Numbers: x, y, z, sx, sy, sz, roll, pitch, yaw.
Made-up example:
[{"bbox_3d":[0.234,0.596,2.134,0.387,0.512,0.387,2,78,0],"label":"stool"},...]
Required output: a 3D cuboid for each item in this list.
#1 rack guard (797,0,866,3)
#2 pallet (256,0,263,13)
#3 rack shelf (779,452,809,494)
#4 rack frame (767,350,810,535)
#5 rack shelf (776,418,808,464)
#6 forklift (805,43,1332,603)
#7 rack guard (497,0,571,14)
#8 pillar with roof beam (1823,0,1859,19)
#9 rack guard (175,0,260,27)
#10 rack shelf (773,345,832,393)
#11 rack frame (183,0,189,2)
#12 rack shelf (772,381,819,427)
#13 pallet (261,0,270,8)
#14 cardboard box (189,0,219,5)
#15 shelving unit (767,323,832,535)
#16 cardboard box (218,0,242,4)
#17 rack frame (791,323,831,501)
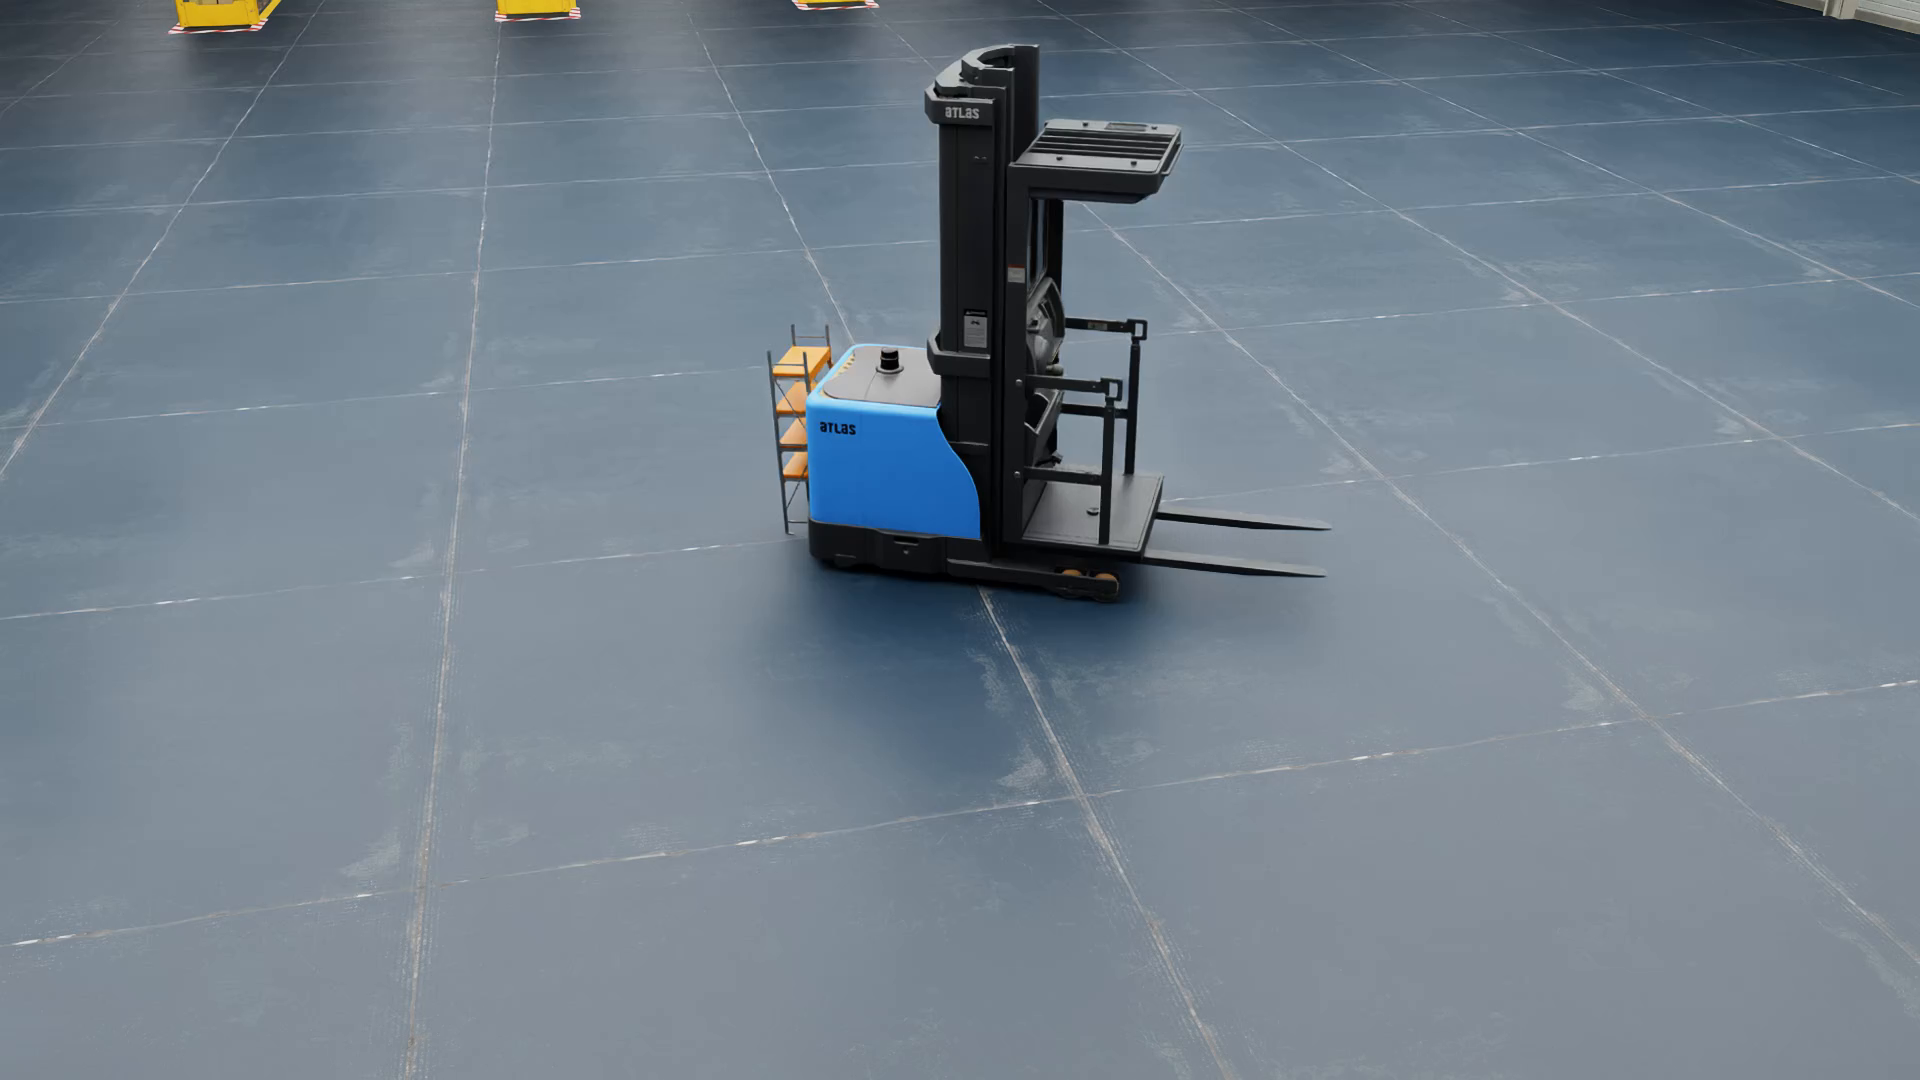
[{"bbox_3d":[-2.210,-9.534,28.584,1.175,0.500,0.348,-6,27,-12],"label":"rack guard"},{"bbox_3d":[-12.058,-8.699,27.250,1.003,0.211,1.213,-6,27,-12],"label":"pallet"},{"bbox_3d":[-0.932,-0.441,10.369,0.258,0.148,0.480,3,27,11],"label":"rack shelf"},{"bbox_3d":[-0.992,-0.572,10.038,0.240,1.200,0.015,3,27,11],"label":"rack frame"},{"bbox_3d":[-0.941,-0.619,10.281,0.258,0.148,0.480,3,27,11],"label":"rack shelf"},{"bbox_3d":[0.673,-1.213,9.400,3.031,2.935,1.130,6,27,12],"label":"forklift"},{"bbox_3d":[-7.081,-9.026,27.578,1.175,0.500,0.348,-6,27,-12],"label":"rack guard"},{"bbox_3d":[10.177,-12.133,24.301,9.100,9.000,0.400,-6,27,-12],"label":"pillar with roof beam"},{"bbox_3d":[-11.839,-8.486,26.508,1.175,0.500,0.348,-6,27,-12],"label":"rack guard"},{"bbox_3d":[-0.961,-1.032,10.078,0.258,0.148,0.480,3,27,11],"label":"rack shelf"},{"bbox_3d":[-11.845,-9.612,25.965,1.000,3.000,0.127,-6,27,-12],"label":"rack frame"},{"bbox_3d":[-0.951,-0.820,10.182,0.258,0.148,0.480,3,27,11],"label":"rack shelf"},{"bbox_3d":[-12.329,-9.233,28.309,1.003,0.211,1.213,-6,27,-12],"label":"pallet"},{"bbox_3d":[-12.254,-8.778,26.897,0.500,0.250,0.500,-6,27,-12],"label":"cardboard box"},{"bbox_3d":[-0.944,-0.680,10.251,0.258,1.200,0.503,3,27,11],"label":"shelving unit"},{"bbox_3d":[-11.749,-8.830,27.001,0.500,0.250,0.500,-6,27,-12],"label":"cardboard box"},{"bbox_3d":[-0.896,-0.787,10.465,0.240,1.200,0.015,3,27,11],"label":"rack frame"}]
